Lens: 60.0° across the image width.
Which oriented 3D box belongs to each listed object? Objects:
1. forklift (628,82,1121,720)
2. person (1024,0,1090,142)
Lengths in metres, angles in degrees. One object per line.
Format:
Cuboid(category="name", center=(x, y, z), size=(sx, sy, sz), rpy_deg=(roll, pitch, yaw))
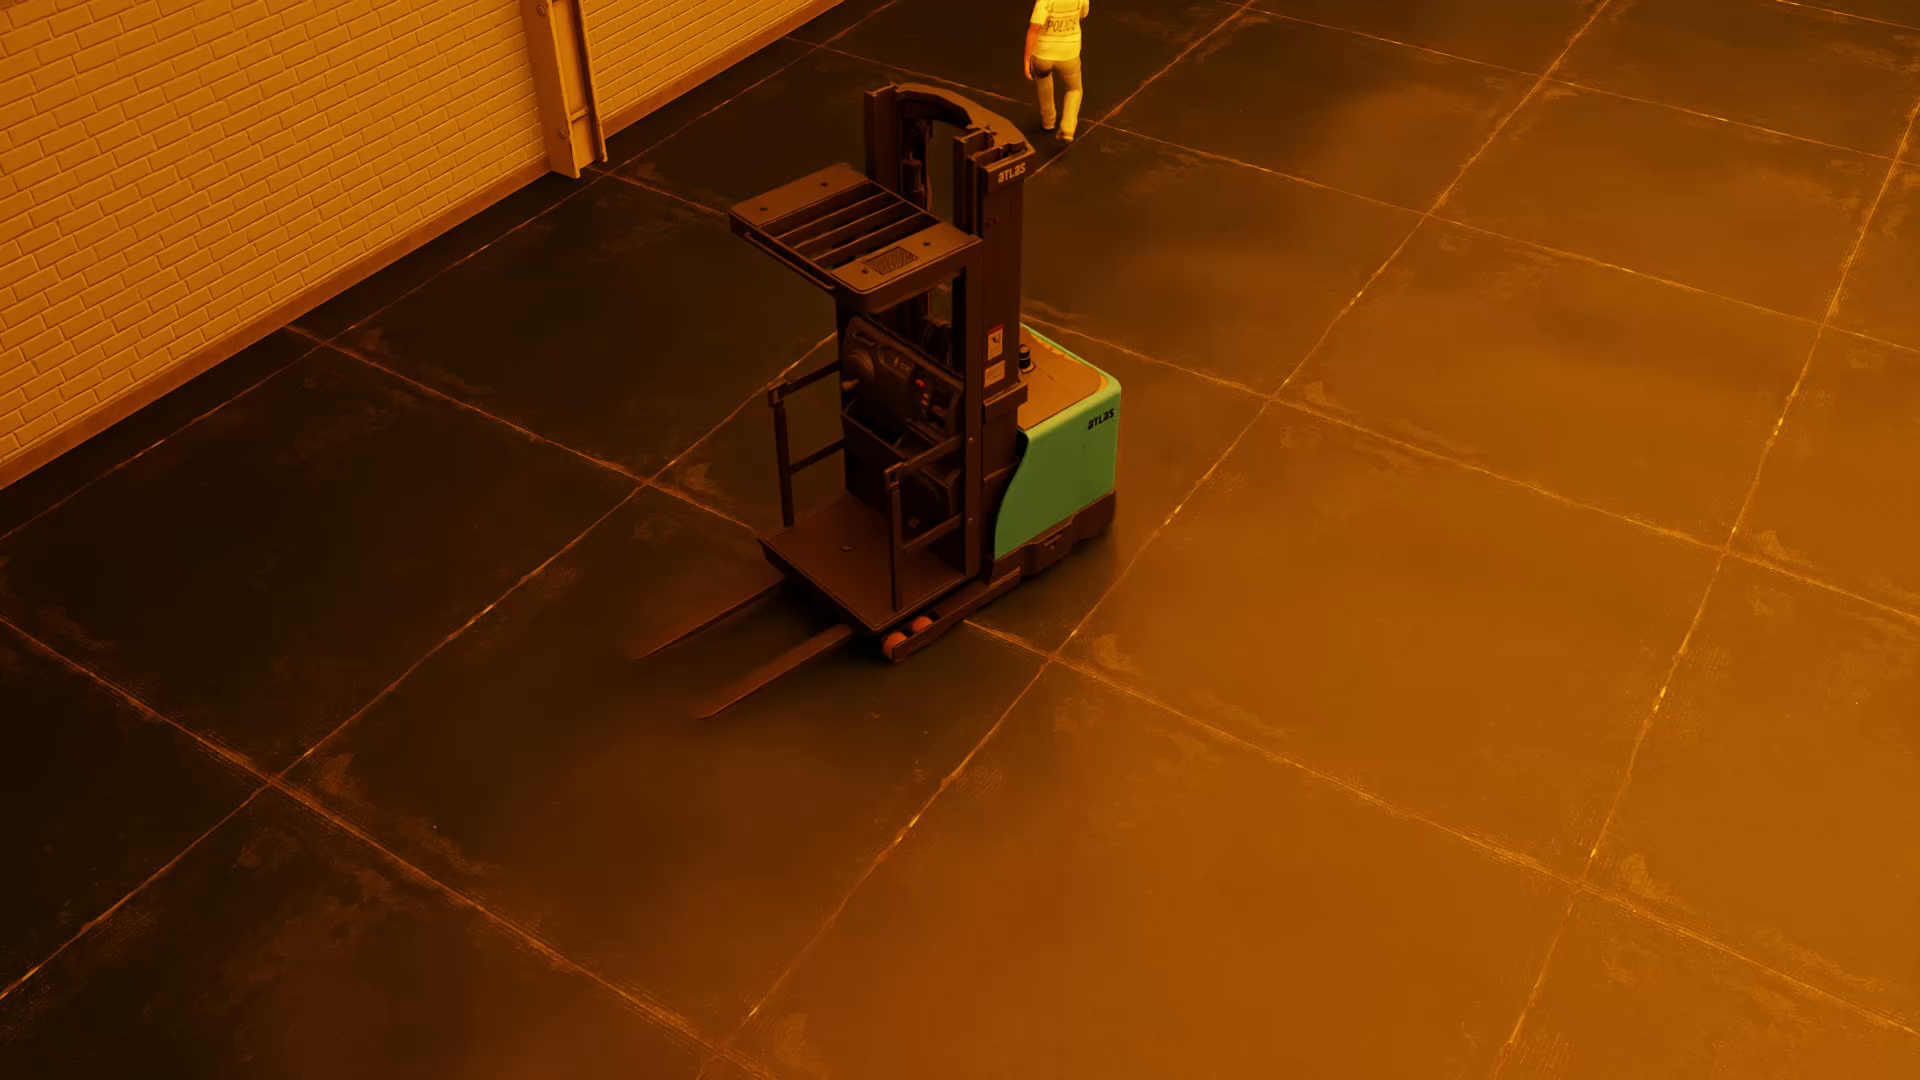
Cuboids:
Cuboid(category="forklift", center=(-0.479, -0.812, 8.925), size=(3.031, 2.935, 1.130), rpy_deg=(-30, 49, -31))
Cuboid(category="person", center=(0.795, -4.071, 13.838), size=(0.529, 1.580, 0.787), rpy_deg=(1, 40, 1))
